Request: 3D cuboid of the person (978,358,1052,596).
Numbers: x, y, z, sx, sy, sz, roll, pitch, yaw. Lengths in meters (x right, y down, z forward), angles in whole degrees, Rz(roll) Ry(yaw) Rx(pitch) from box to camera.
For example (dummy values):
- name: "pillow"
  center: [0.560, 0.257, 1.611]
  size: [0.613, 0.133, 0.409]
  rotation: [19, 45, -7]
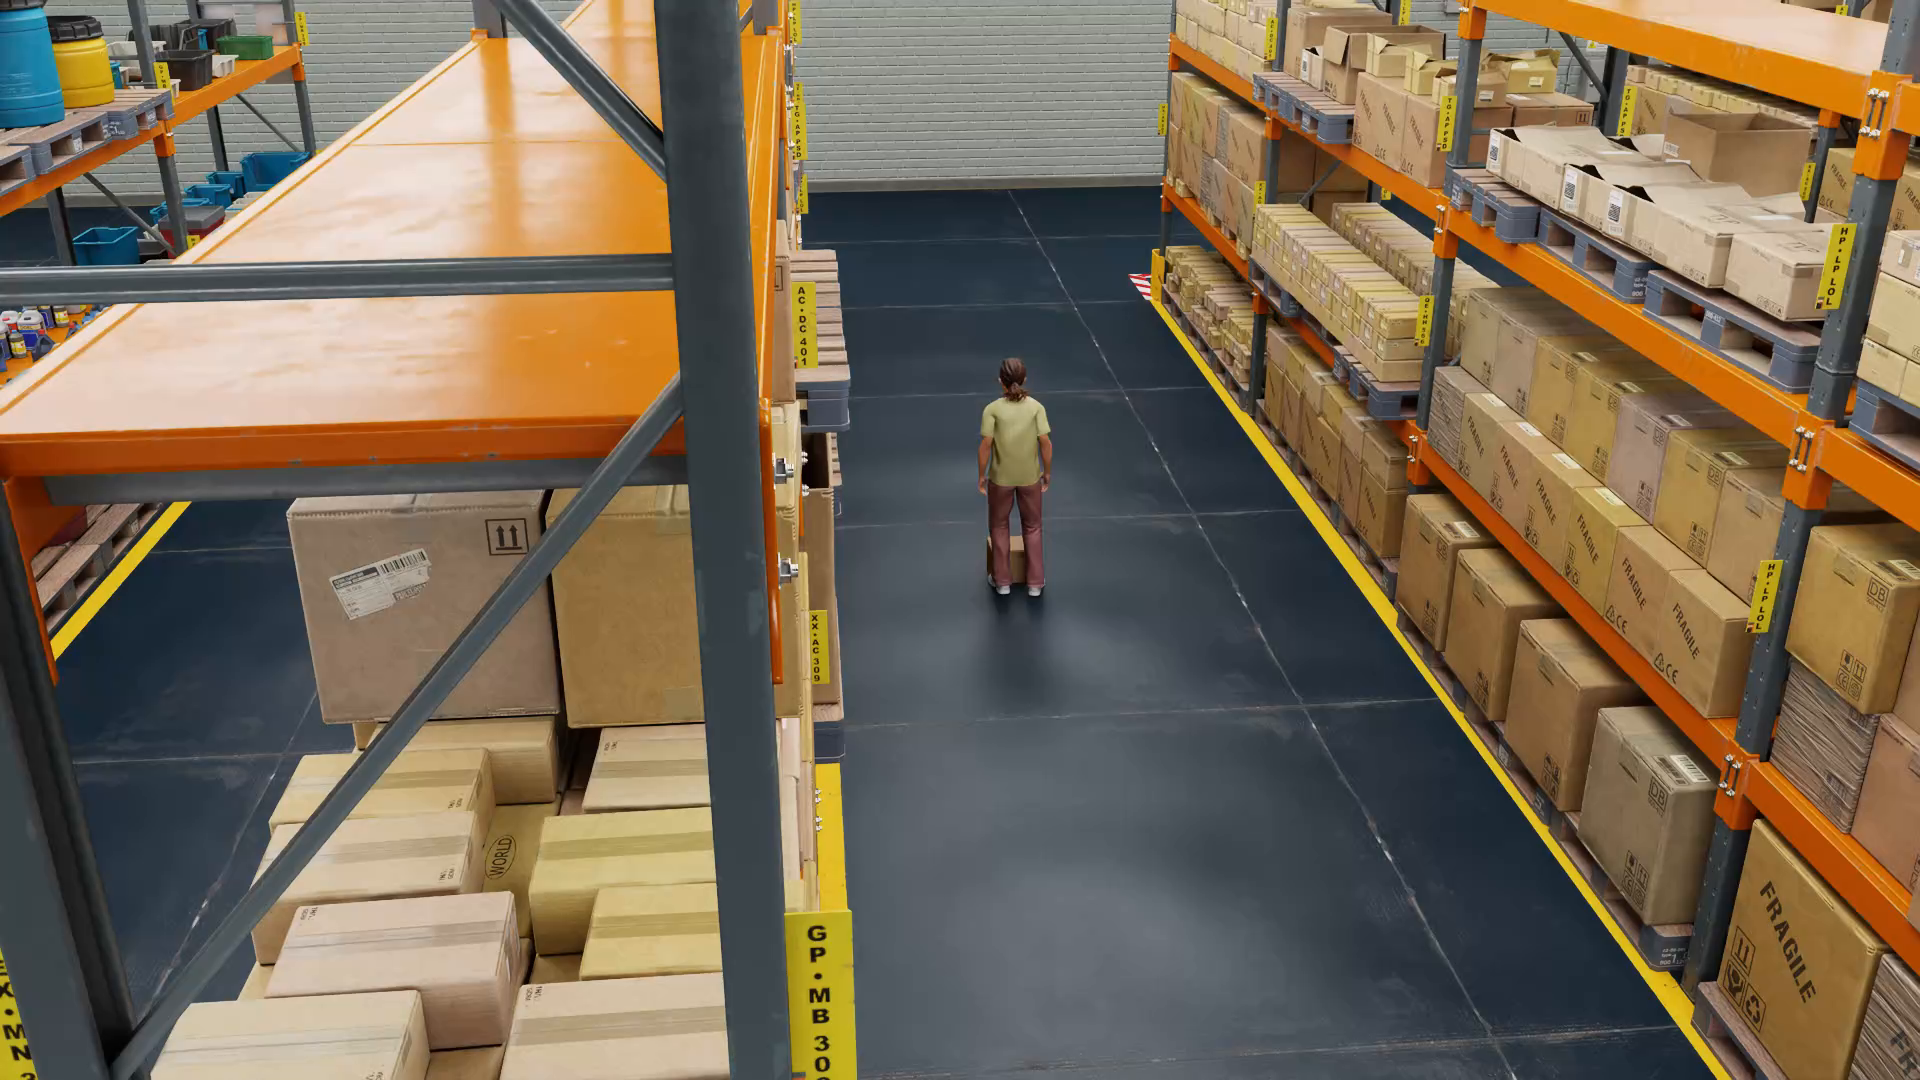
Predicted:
- name: "person"
  center: [0.366, -0.422, 11.267]
  size: [0.494, 1.673, 0.405]
  rotation: [-2, 24, -5]
